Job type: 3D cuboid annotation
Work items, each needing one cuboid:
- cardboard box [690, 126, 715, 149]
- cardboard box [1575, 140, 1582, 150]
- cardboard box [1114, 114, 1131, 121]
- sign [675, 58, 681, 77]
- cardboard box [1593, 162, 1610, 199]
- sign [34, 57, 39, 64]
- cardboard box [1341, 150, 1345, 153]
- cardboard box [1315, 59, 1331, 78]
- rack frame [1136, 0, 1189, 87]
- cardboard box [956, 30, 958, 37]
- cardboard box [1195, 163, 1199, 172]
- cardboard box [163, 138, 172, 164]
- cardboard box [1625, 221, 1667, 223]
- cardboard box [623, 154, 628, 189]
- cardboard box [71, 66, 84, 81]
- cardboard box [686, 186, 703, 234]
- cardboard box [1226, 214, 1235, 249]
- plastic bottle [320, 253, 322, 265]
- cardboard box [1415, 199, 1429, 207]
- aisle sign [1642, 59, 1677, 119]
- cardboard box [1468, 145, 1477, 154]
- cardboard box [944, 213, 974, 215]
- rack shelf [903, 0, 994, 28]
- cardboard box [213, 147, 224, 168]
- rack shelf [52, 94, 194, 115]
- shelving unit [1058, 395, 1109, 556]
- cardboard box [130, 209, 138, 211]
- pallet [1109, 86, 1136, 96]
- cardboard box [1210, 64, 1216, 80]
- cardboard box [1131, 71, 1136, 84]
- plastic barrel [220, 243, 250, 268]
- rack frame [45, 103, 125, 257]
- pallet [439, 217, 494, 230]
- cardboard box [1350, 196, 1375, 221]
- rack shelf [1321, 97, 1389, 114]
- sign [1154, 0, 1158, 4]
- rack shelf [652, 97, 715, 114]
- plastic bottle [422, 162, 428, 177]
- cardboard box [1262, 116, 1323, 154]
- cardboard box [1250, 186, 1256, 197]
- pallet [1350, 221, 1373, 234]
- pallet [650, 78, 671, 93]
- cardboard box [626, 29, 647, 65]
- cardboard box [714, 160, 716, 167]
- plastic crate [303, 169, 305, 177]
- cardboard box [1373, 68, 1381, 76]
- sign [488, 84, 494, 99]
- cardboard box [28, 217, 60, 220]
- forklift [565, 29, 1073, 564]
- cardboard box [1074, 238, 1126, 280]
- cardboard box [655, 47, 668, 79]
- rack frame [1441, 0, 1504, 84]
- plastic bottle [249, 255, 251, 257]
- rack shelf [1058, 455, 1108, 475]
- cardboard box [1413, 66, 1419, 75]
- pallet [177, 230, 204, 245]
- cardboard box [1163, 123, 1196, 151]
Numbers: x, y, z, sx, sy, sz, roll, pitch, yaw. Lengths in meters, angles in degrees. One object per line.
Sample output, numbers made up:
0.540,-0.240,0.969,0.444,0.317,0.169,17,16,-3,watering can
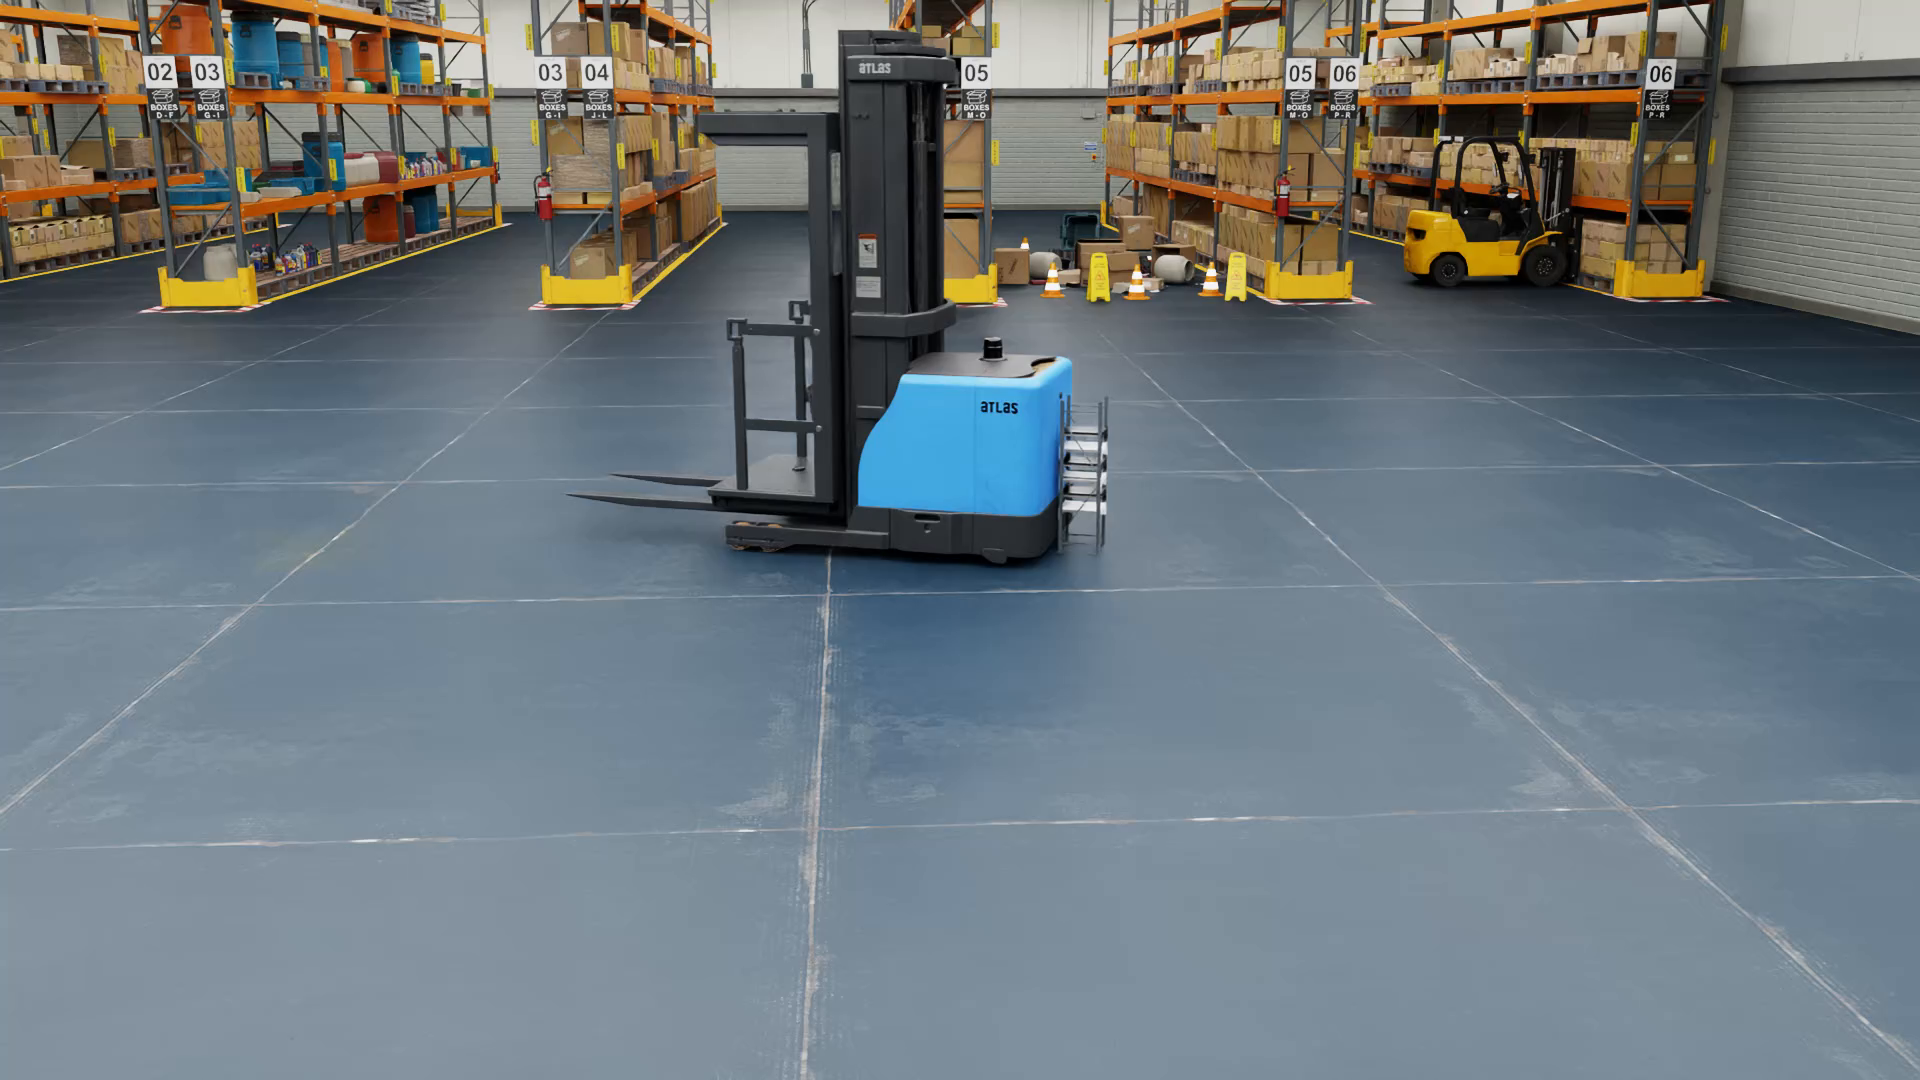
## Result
-5.742,-8.959,37.024,0.500,0.500,0.500,-1,14,-3,cardboard box
9.470,-5.929,24.951,0.380,0.149,0.250,-1,14,-3,cardboard box
3.626,-9.353,36.847,0.380,0.149,0.250,-1,14,-5,cardboard box
-4.997,-8.362,29.450,0.100,0.325,0.005,-1,14,-3,sign
9.487,-5.188,23.971,0.500,0.500,0.500,0,14,-2,cardboard box
-15.968,-8.195,28.799,0.100,0.325,0.005,-1,14,-3,sign
8.689,-8.448,36.544,0.500,0.250,0.500,-1,14,-5,cardboard box
5.083,-6.468,22.830,0.500,0.250,0.500,-1,14,-4,cardboard box
4.105,-10.705,33.572,1.000,3.000,0.127,-1,14,-3,rack frame
0.149,-7.023,23.143,0.380,0.149,0.250,-1,14,-4,cardboard box
4.239,-6.400,28.541,0.380,0.149,0.250,0,14,-2,cardboard box
-15.868,-7.625,32.598,0.700,0.500,0.500,-6,16,-22,cardboard box
9.927,-4.495,24.146,0.500,0.250,0.500,-1,14,-3,cardboard box
-5.188,-5.239,23.571,0.875,0.500,0.500,-1,14,-3,cardboard box
-15.342,-7.971,28.425,0.500,0.250,0.500,-2,15,-8,cardboard box
-5.670,-6.440,32.456,1.225,0.875,0.875,-1,14,-5,cardboard box
4.412,-4.761,25.680,0.500,0.500,0.500,0,14,-1,cardboard box
-9.901,-4.353,25.656,0.097,0.201,0.097,0,14,0,plastic bottle
9.032,-6.508,32.172,0.380,0.149,0.250,0,14,-2,cardboard box
9.513,-6.131,22.616,0.394,0.787,0.004,-1,14,-3,aisle sign
9.123,-6.840,29.088,0.380,0.149,0.250,-1,14,-2,cardboard box
-0.251,-4.274,24.040,0.875,0.875,0.875,-1,14,-4,cardboard box
-0.210,-7.574,23.650,1.077,0.370,4.000,-1,14,-3,rack shelf
-15.468,-7.801,34.125,0.500,0.500,0.500,-1,14,-2,cardboard box
-15.550,-8.101,30.916,1.077,0.370,4.000,-1,14,-3,rack shelf
0.718,-0.378,9.688,0.258,0.900,0.210,4,15,14,shelving unit
-15.789,-5.990,31.421,0.500,0.500,0.500,-1,14,-6,cardboard box
3.913,-10.019,37.106,1.003,0.211,1.213,-1,14,-3,pallet
4.393,-7.662,27.224,0.500,0.250,0.500,-1,14,-3,cardboard box
3.746,-9.593,34.495,0.396,0.266,0.258,0,14,-2,cardboard box
-10.134,-3.871,23.202,0.421,0.512,0.421,0,14,0,plastic barrel
-15.426,-6.499,29.267,1.000,3.000,0.127,-1,14,-3,rack frame
-10.965,-7.008,36.842,1.003,0.211,1.213,-1,14,-3,pallet
8.833,-7.239,36.317,0.700,0.500,0.500,-1,14,-6,cardboard box
8.935,-9.478,36.270,1.077,0.370,4.000,-1,14,-3,rack shelf
4.399,-12.195,37.330,0.100,0.325,0.005,-1,14,-3,sign
-5.910,-9.248,35.374,1.077,0.370,4.000,-1,14,-3,rack shelf
-10.306,-7.109,31.886,0.152,0.276,0.135,-1,14,-3,plastic bottle
4.599,-5.615,23.026,0.700,0.500,0.500,-1,14,-5,cardboard box
4.462,-5.100,24.332,0.380,0.149,0.250,-1,14,-4,cardboard box
9.017,-6.697,35.632,1.003,0.211,1.213,-1,14,-3,pallet
-5.223,-7.174,26.244,1.213,0.211,1.003,-1,14,-3,pallet
-5.008,-7.436,25.086,0.500,0.500,0.500,-1,14,-5,cardboard box
-5.683,-8.436,37.298,0.380,0.149,0.250,-1,14,-2,cardboard box
-10.613,-5.842,26.744,0.392,0.384,0.575,-1,14,-3,plastic crate
8.639,-9.523,33.861,0.380,0.149,0.250,0,14,-2,cardboard box
-10.429,-9.979,36.982,0.100,0.325,0.005,-1,14,-3,sign
-15.646,-5.377,28.457,0.500,0.311,0.500,-1,14,-5,cardboard box
-0.885,-1.468,9.849,3.031,2.935,1.130,4,15,15,forklift
2.146,-4.302,25.463,0.797,0.637,0.503,-1,14,-3,cardboard box
-5.201,-8.029,27.989,0.500,0.500,0.500,-1,14,-2,cardboard box
9.306,-9.787,30.007,1.000,3.000,0.127,-1,14,-3,rack frame
-10.560,-4.151,24.571,0.144,0.351,0.185,-1,14,-4,plastic bottle
0.718,-0.433,9.674,0.258,0.077,0.200,4,15,14,rack shelf
8.909,-9.003,31.881,0.380,0.149,0.250,-1,14,-3,cardboard box
-15.586,-5.942,32.697,1.003,0.211,1.213,-1,14,-3,pallet
4.059,-7.462,30.800,0.500,0.500,0.500,-1,14,-5,cardboard box
